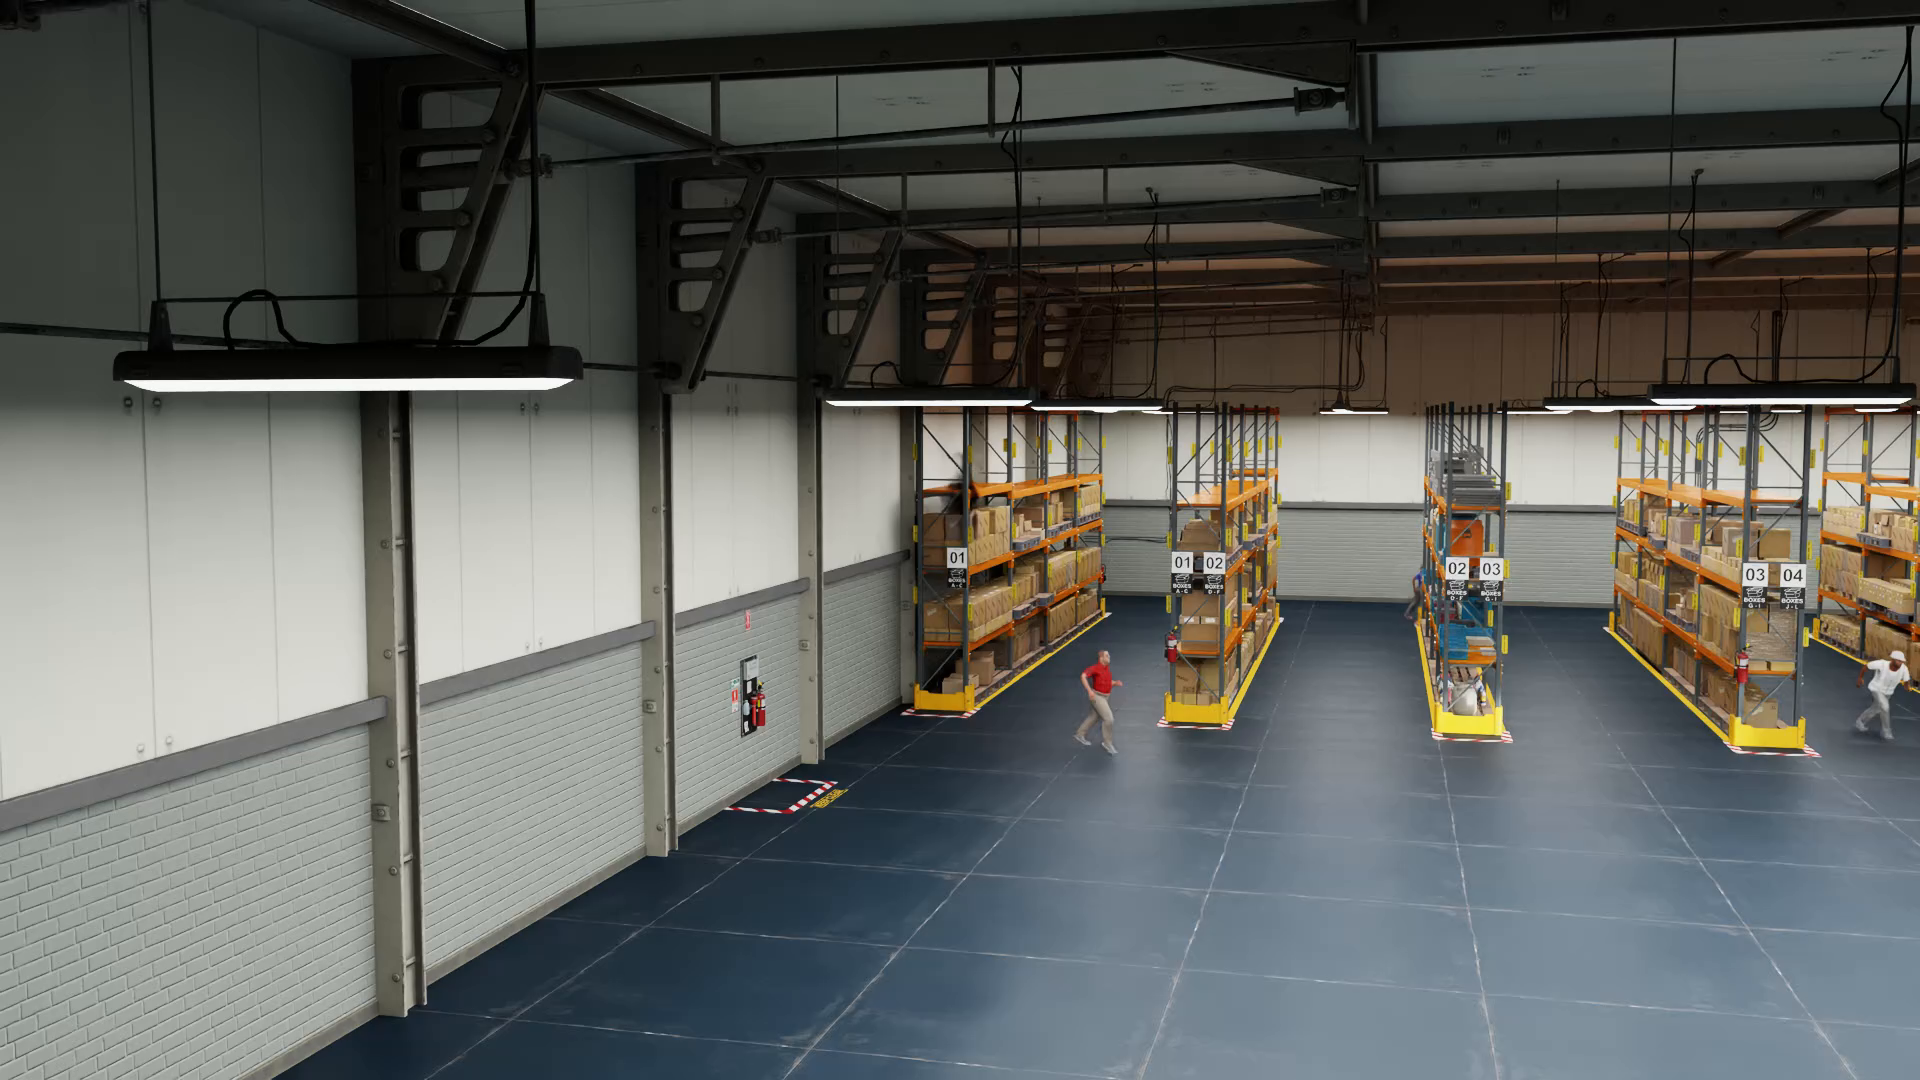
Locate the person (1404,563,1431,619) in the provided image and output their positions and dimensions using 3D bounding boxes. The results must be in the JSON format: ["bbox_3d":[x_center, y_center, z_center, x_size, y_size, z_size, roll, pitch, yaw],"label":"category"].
[{"bbox_3d":[12.979,1.454,46.701,0.982,1.624,0.543,2,5,23],"label":"person"}]

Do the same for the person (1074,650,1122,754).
[{"bbox_3d":[2.335,2.770,28.476,0.906,1.787,0.699,2,5,25],"label":"person"}]

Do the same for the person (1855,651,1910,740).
[{"bbox_3d":[16.465,2.713,29.695,0.704,1.583,1.106,-1,4,-7],"label":"person"}]
